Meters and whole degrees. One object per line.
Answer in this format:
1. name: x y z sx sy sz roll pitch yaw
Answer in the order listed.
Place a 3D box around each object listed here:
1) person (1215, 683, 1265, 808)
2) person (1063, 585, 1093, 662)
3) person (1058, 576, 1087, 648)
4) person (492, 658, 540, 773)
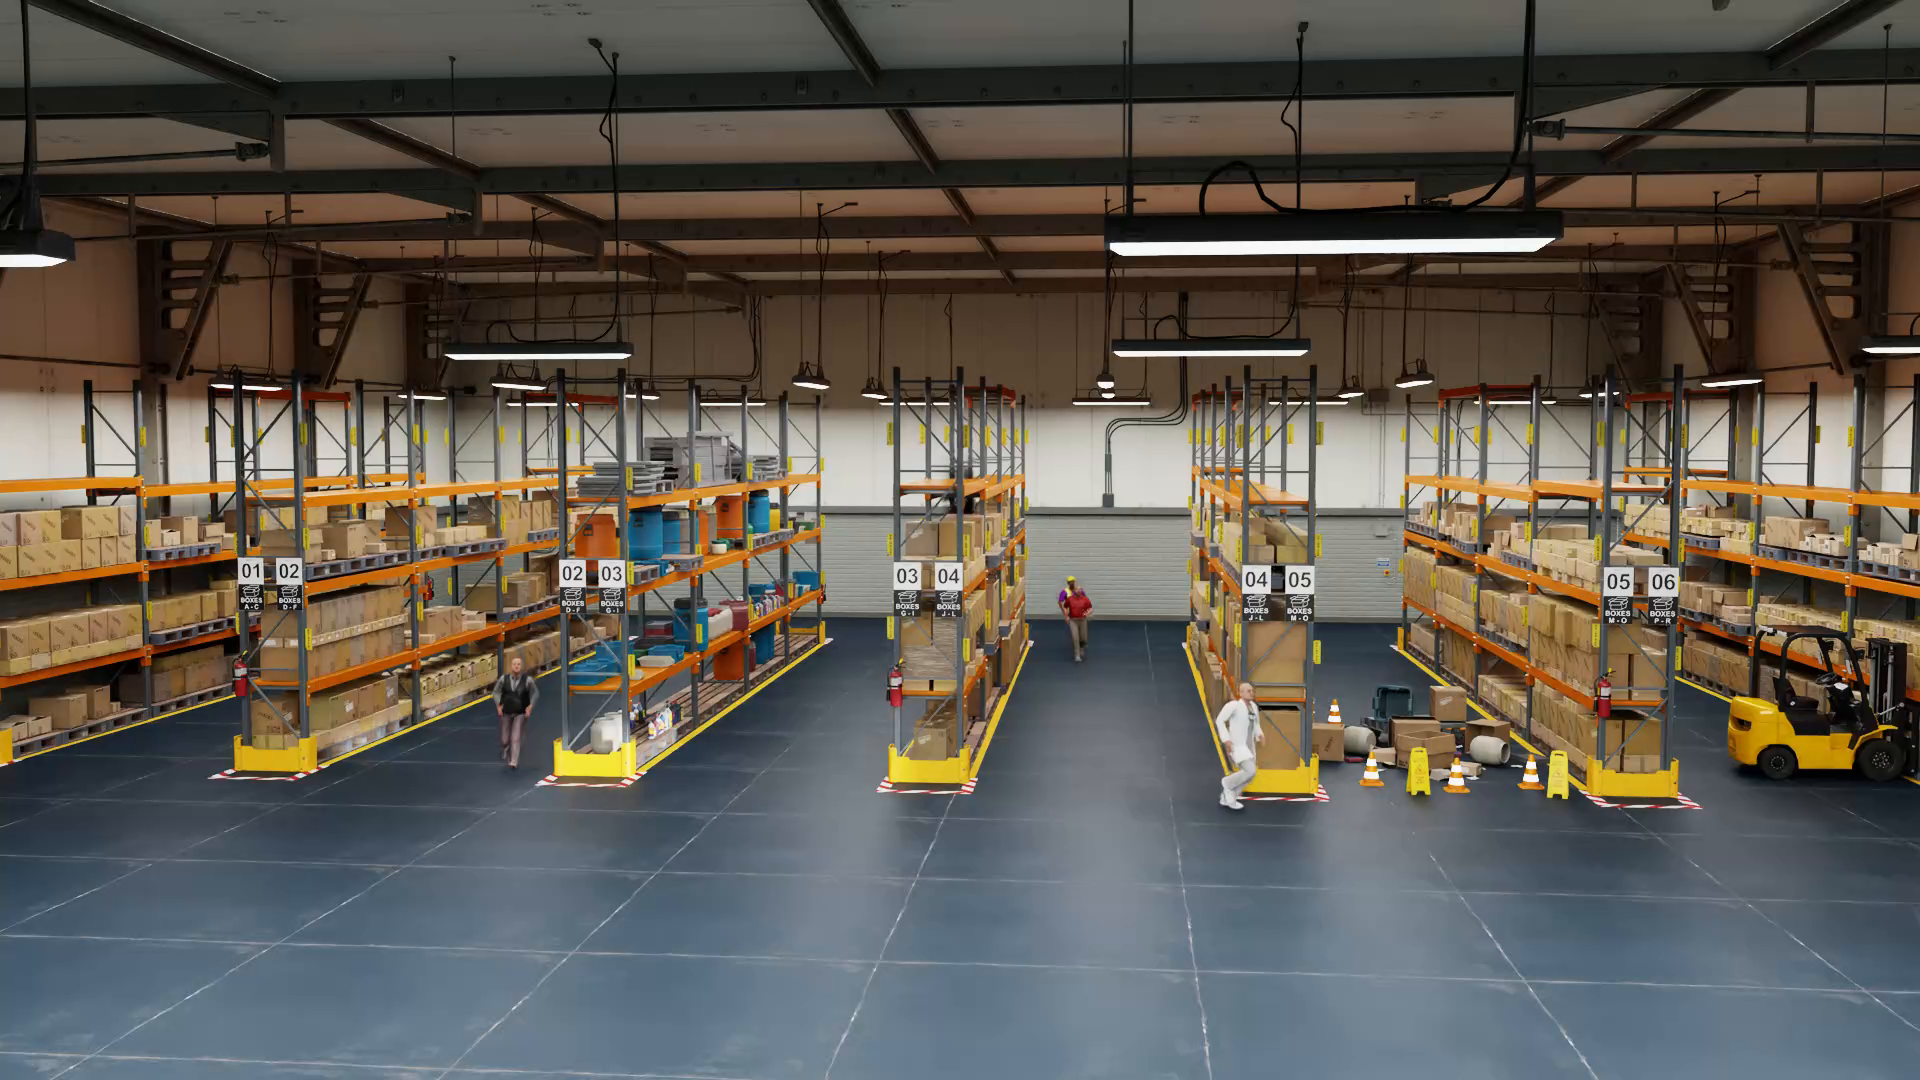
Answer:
1. person: 3.783 2.759 22.280 0.649 1.704 0.688 -3 5 -42
2. person: 2.633 1.847 37.156 0.664 1.688 0.698 0 4 1
3. person: 2.678 1.704 39.395 0.736 1.714 0.659 -1 4 -15
4. person: -6.683 2.630 25.044 0.692 1.717 0.670 -1 4 -11
